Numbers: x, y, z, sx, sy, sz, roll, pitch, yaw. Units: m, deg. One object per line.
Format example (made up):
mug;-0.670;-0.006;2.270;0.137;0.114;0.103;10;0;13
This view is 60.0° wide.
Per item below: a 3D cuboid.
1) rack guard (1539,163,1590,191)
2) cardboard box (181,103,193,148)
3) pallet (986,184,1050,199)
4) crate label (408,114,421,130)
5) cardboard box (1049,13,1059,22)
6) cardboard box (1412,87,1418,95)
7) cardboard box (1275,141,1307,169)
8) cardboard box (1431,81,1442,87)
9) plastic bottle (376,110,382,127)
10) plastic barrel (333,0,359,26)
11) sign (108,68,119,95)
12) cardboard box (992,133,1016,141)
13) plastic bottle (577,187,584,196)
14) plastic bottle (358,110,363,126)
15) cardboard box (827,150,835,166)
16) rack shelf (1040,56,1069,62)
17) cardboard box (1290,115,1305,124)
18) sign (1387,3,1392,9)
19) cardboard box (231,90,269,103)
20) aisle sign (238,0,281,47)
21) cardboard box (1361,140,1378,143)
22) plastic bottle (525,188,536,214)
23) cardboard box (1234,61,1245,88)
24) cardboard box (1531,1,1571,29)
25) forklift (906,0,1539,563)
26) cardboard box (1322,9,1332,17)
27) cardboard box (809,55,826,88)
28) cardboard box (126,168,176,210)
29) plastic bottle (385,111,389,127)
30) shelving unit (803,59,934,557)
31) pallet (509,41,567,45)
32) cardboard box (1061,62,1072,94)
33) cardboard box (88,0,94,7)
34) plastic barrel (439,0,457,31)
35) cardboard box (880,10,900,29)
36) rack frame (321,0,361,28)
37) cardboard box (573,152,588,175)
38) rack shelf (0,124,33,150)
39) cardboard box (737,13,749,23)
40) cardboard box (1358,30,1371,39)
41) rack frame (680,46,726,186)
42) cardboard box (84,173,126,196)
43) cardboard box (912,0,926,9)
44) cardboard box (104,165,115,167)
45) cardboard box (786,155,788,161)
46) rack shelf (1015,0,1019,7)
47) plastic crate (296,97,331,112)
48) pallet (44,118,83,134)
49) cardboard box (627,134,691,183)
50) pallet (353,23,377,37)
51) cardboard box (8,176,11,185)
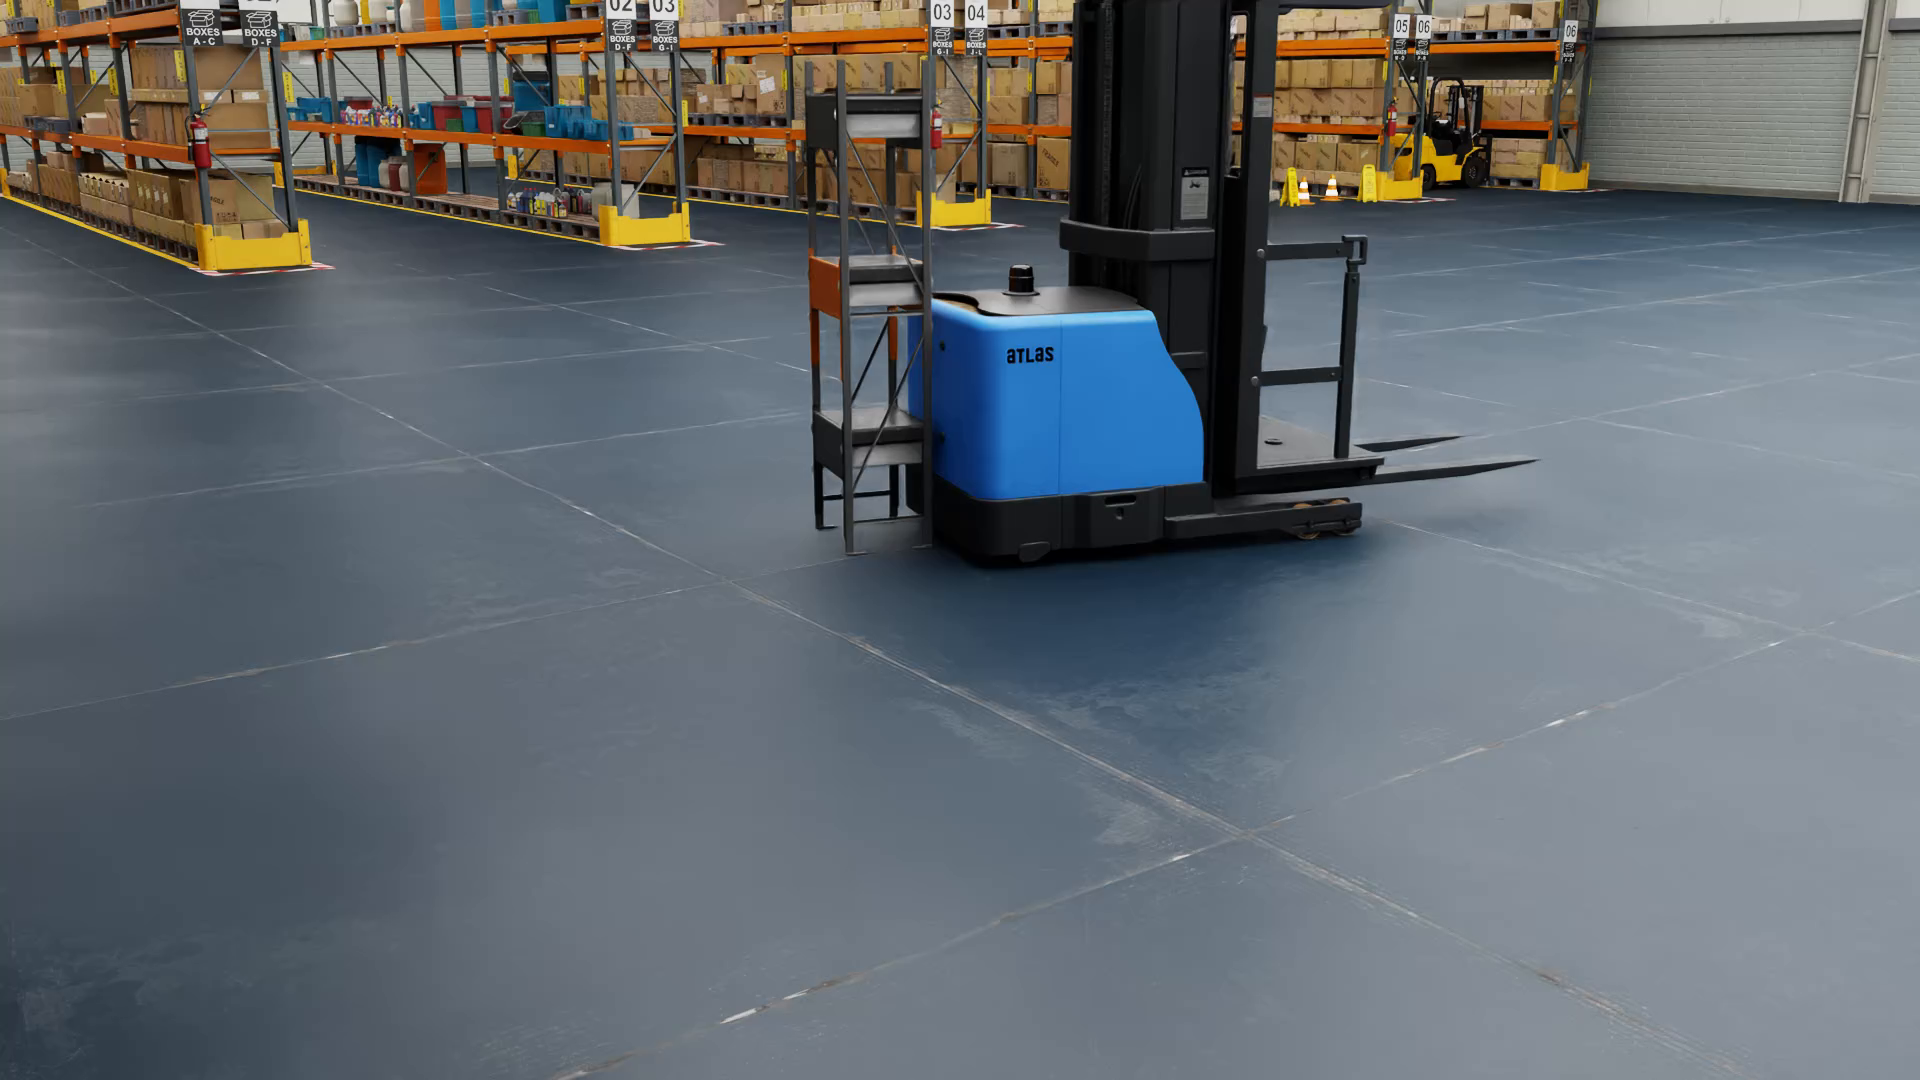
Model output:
rack guard;12.000;-7.218;33.001;1.175;0.500;0.348;-11;19;-35
cardboard box;-8.636;-4.844;19.402;0.700;0.500;0.500;-10;18;-33
pallet;1.161;-6.530;31.034;1.003;0.211;1.213;-11;19;-35
crate label;-8.809;-6.830;27.165;0.303;0.233;0.416;-11;19;-35
cardboard box;1.769;-9.113;28.998;0.380;0.149;0.250;-11;19;-34
cardboard box;9.762;-9.480;35.113;0.380;0.149;0.250;-10;18;-33
cardboard box;6.377;-7.358;31.772;0.500;0.500;0.500;-10;18;-32
cardboard box;10.033;-9.508;34.650;0.380;0.149;0.250;-10;18;-33
plastic bottle;-10.009;-7.267;28.665;0.061;0.283;0.133;-11;19;-35
plastic barrel;-10.999;-9.477;29.783;0.433;0.535;0.433;0;15;0
sign;-10.844;-5.871;21.300;0.100;0.325;0.005;-11;19;-35
cardboard box;1.346;-9.278;39.021;0.875;0.875;0.875;-10;18;-33
plastic bottle;-5.487;-4.937;24.115;0.144;0.351;0.185;-11;19;-35
plastic bottle;-10.597;-7.497;29.522;0.152;0.276;0.135;-11;19;-35
cardboard box;-2.495;-8.115;35.484;0.500;0.500;0.500;-10;18;-32
rack shelf;3.754;-12.518;43.312;1.077;0.370;4.000;-11;19;-35
cardboard box;6.462;-7.949;31.414;0.380;0.149;0.250;-11;19;-35
sign;7.512;-9.450;29.060;0.100;0.325;0.005;-11;19;-35
cardboard box;-8.115;-5.061;18.966;0.380;0.149;0.250;-11;19;-35
aisle sign;-7.772;-5.870;18.416;0.394;0.787;0.004;-11;19;-35
cardboard box;9.318;-8.450;36.470;0.875;0.625;0.625;-10;18;-32
plastic bottle;-6.152;-4.862;23.843;0.144;0.351;0.185;-12;19;-37
cardboard box;5.704;-9.058;32.342;0.700;0.500;0.500;-11;19;-35
cardboard box;11.528;-10.231;32.419;0.500;0.500;0.500;-10;18;-33
forklift;1.316;-1.538;7.643;3.031;2.935;1.130;-6;16;-20
cardboard box;6.871;-9.682;30.553;0.380;0.149;0.250;-12;19;-36
cardboard box;-2.041;-7.405;26.304;0.500;0.500;0.500;-11;19;-35
cardboard box;-10.391;-4.527;21.427;0.500;0.500;0.500;-11;19;-35
plastic bottle;-9.754;-7.177;28.359;0.097;0.271;0.097;0;15;0
shelving unit;-0.399;-1.020;7.326;0.431;2.100;0.503;-6;16;-20
pallet;-9.006;-10.783;35.778;1.003;0.211;1.213;-11;19;-35
cardboard box;2.283;-8.131;29.274;0.875;0.550;0.550;-11;19;-35
cardboard box;-12.127;-7.671;23.726;0.500;0.250;0.500;-10;18;-33
plastic barrel;-7.645;-8.248;25.396;0.600;0.901;0.708;-11;19;-35
cardboard box;-0.828;-7.663;24.496;0.500;0.250;0.500;-11;19;-34
rack frame;-11.106;-10.807;30.013;1.000;3.000;0.127;-11;19;-35
cardboard box;-7.423;-8.013;34.400;0.875;0.875;0.875;-11;19;-35
rack shelf;-16.290;-7.225;29.655;1.077;0.370;4.000;-11;19;-35
cardboard box;-3.579;-8.895;28.358;0.380;0.166;0.250;-12;19;-36
cardboard box;7.364;-9.064;29.805;0.380;0.149;0.250;-11;19;-34
rack frame;-4.747;-7.828;30.494;1.000;3.000;0.127;-11;19;-35
cardboard box;-12.376;-5.169;24.132;0.500;0.311;0.500;-11;19;-36
cardboard box;-0.459;-7.697;23.863;0.380;0.149;0.250;-11;19;-35
cardboard box;-14.014;-5.877;27.267;0.500;0.500;0.500;-11;19;-34
cardboard box;-3.639;-8.475;36.899;0.380;0.149;0.250;-12;19;-37
rack shelf;2.093;-12.147;37.030;1.077;0.370;4.000;-11;19;-35
plastic crate;-13.109;-8.771;33.758;0.616;0.435;0.499;-11;19;-35
pallet;-13.218;-6.332;25.393;1.213;0.211;1.003;-11;19;-35
cardboard box;-5.654;-7.348;31.969;1.225;0.875;0.875;-11;19;-34
pallet;-9.896;-8.875;28.995;1.003;0.211;1.213;-11;19;-35
cardboard box;-17.351;-6.649;30.719;0.380;0.166;0.250;-11;19;-35
